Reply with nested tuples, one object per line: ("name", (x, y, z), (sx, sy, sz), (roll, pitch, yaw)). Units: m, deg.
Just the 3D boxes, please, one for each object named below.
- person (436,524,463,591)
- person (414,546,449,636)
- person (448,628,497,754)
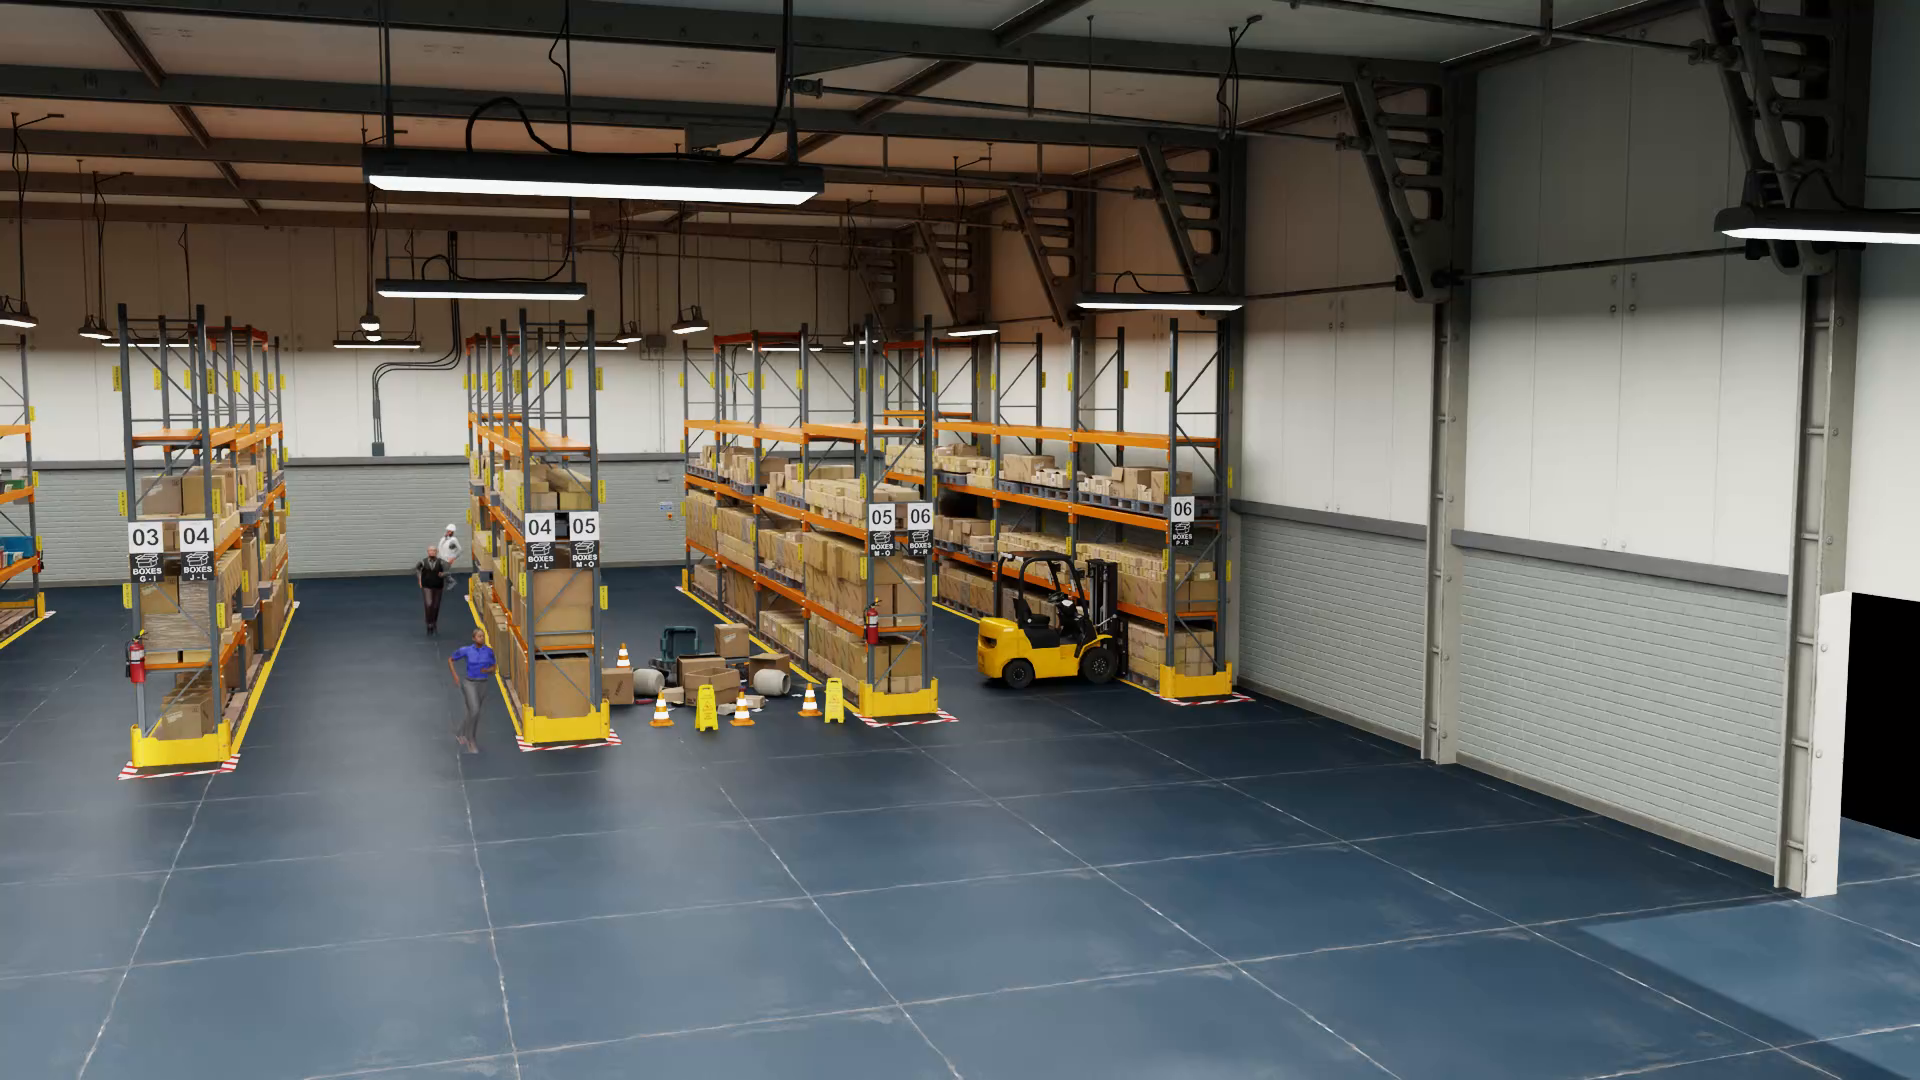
("person", (-12.154, 0.457, 39.113), (0.809, 1.679, 0.856), (-4, 7, -35))
("person", (-10.516, 1.007, 33.167), (0.641, 1.785, 0.794), (-3, 6, -27))
("person", (-6.641, 2.052, 22.757), (0.690, 1.703, 0.566), (5, 7, 42))
